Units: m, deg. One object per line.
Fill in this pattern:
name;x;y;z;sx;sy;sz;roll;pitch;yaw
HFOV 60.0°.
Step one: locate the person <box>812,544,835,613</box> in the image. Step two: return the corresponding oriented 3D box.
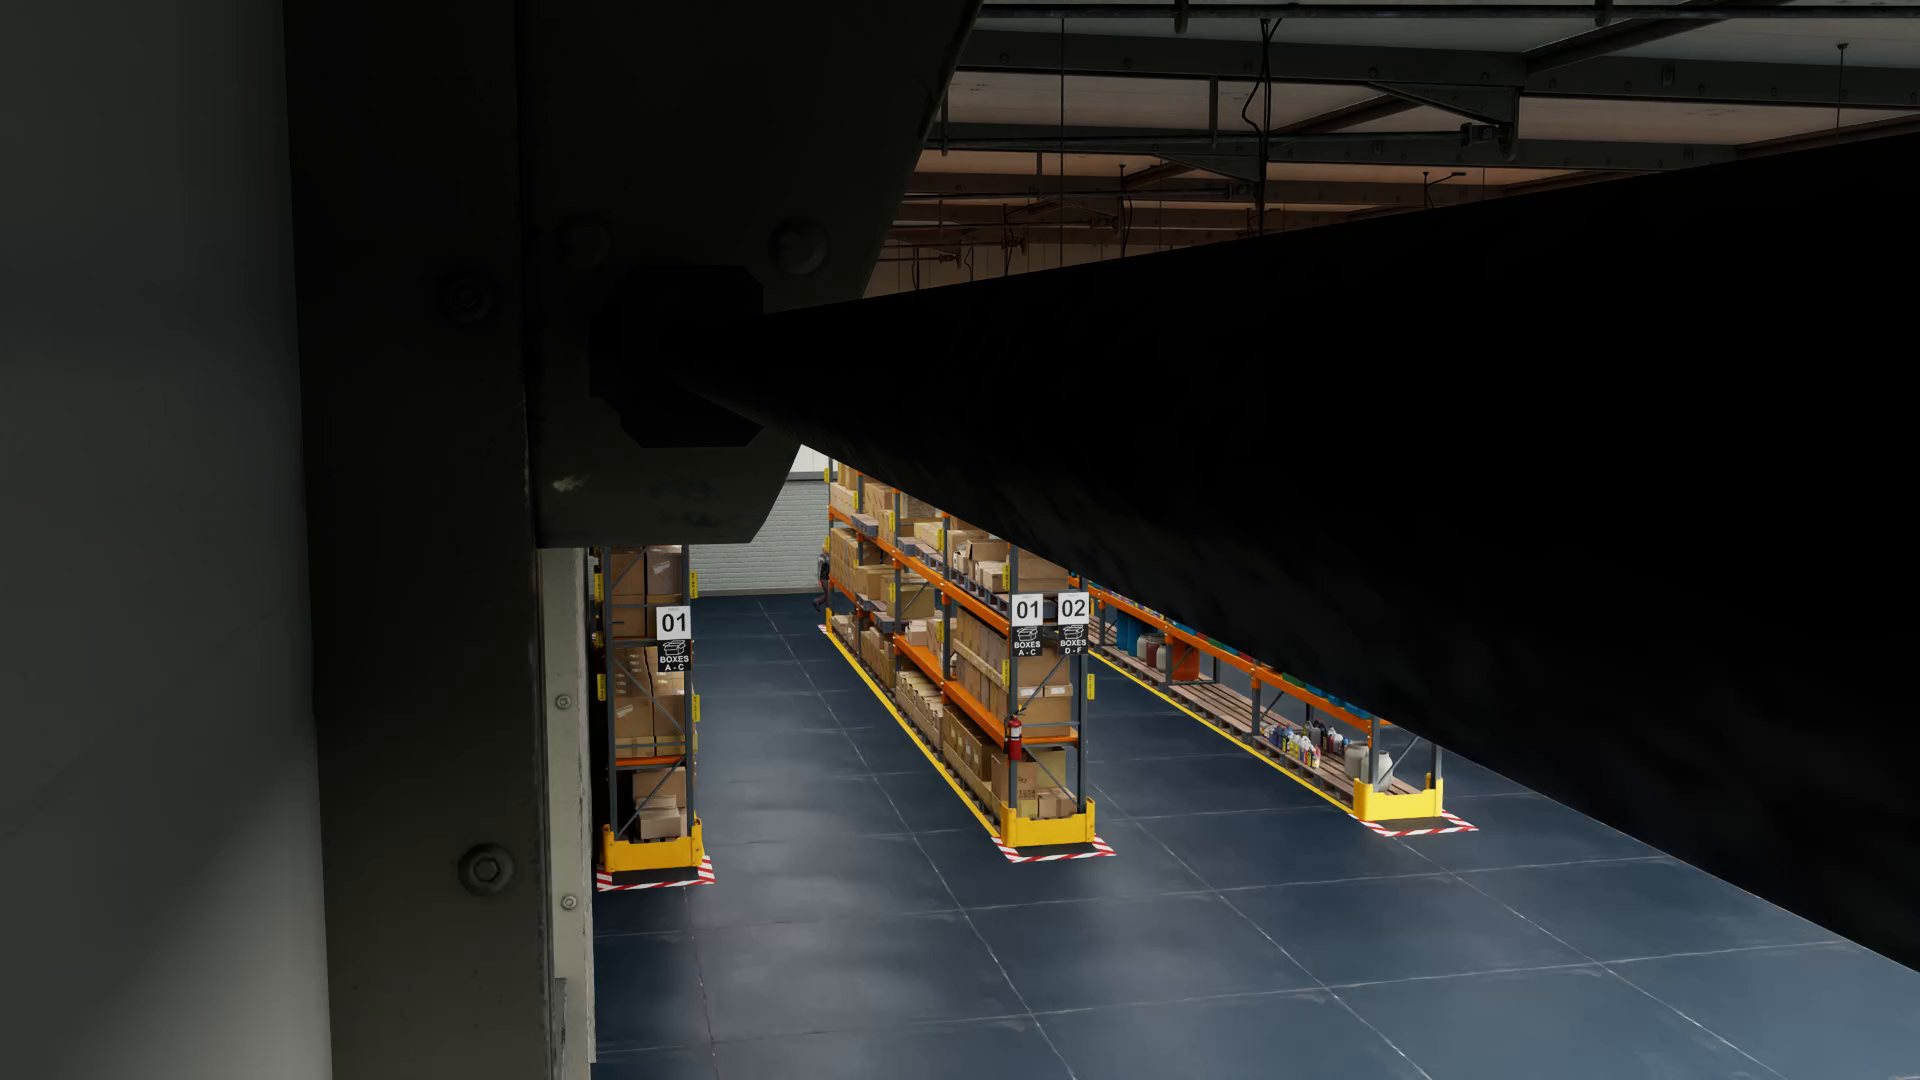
person;-3.112;0.921;38.393;0.757;1.698;0.531;3;7;25
